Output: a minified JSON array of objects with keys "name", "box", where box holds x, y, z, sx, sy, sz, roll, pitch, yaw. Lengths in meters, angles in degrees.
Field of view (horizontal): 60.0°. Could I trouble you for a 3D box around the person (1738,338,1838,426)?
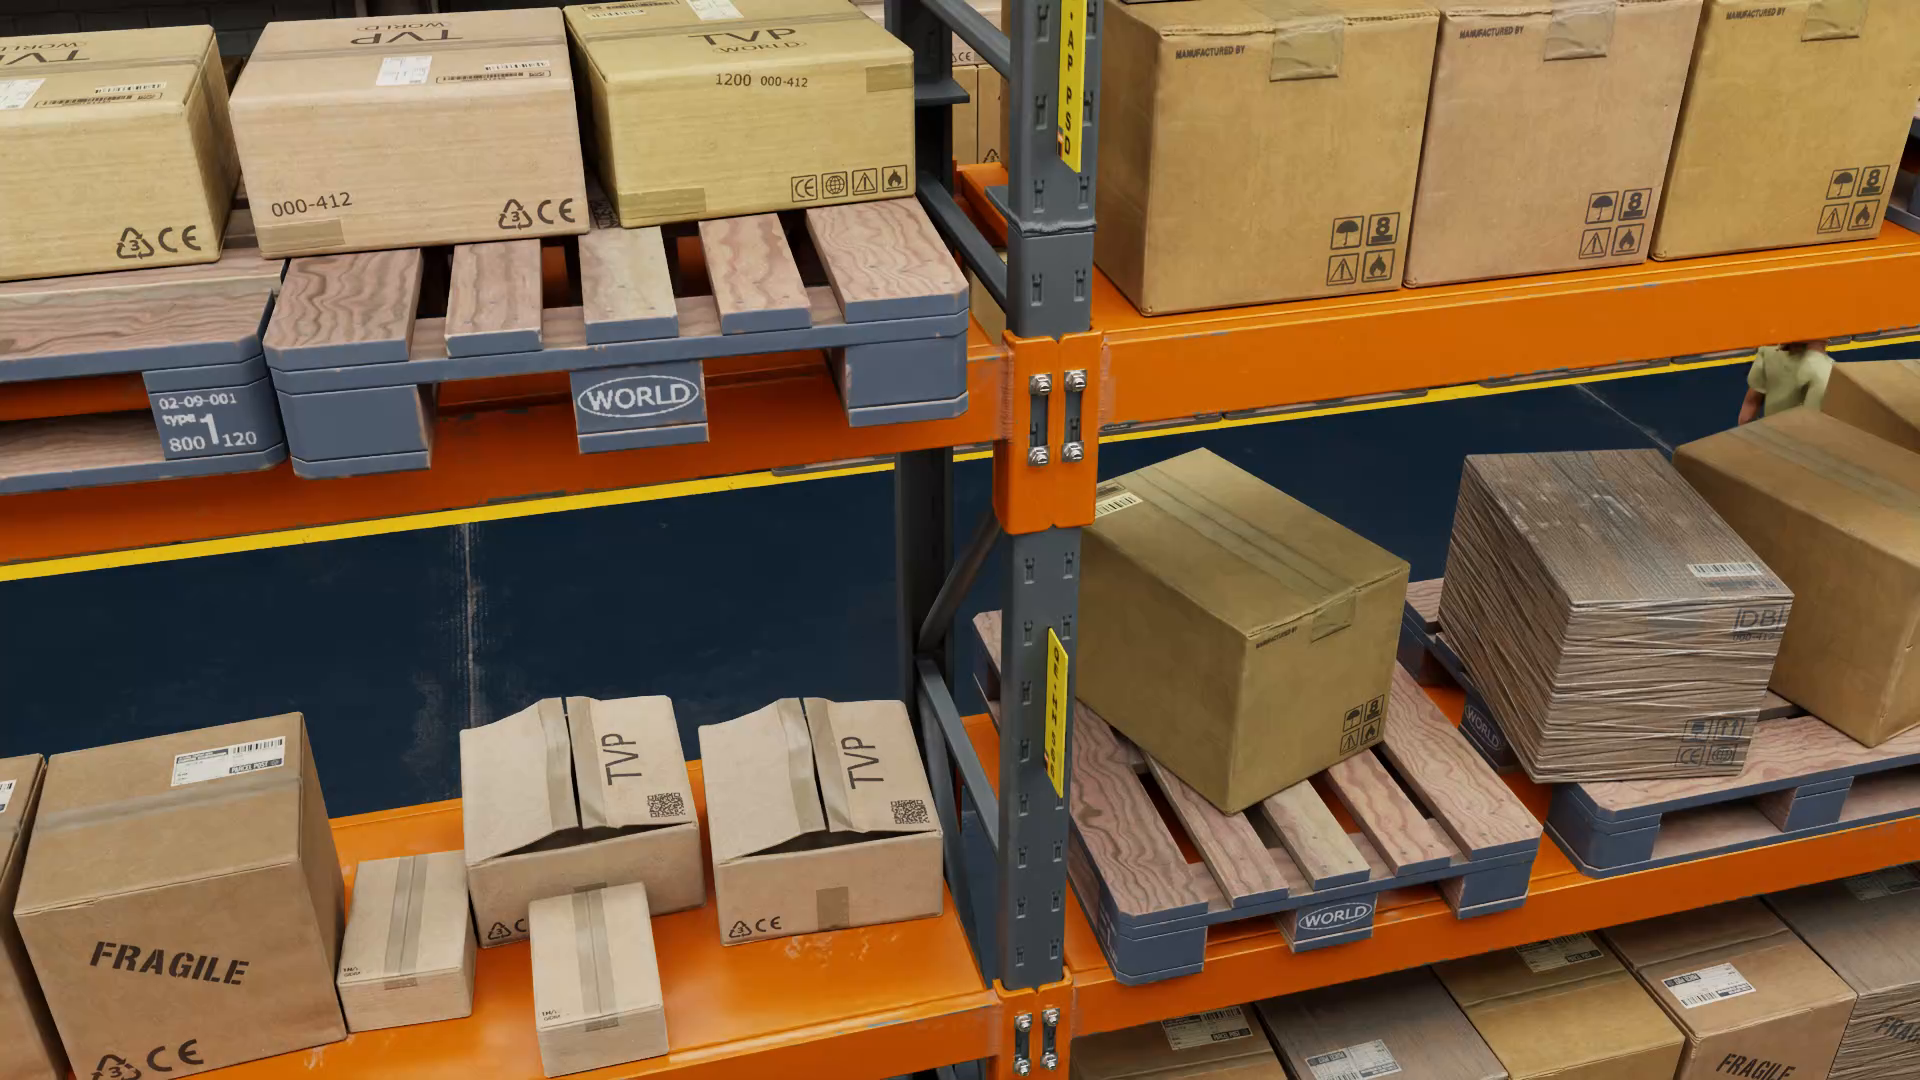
[{"name":"person","box":[3.219,-0.254,6.540,0.685,1.650,0.439,-4,31,-8]}]
